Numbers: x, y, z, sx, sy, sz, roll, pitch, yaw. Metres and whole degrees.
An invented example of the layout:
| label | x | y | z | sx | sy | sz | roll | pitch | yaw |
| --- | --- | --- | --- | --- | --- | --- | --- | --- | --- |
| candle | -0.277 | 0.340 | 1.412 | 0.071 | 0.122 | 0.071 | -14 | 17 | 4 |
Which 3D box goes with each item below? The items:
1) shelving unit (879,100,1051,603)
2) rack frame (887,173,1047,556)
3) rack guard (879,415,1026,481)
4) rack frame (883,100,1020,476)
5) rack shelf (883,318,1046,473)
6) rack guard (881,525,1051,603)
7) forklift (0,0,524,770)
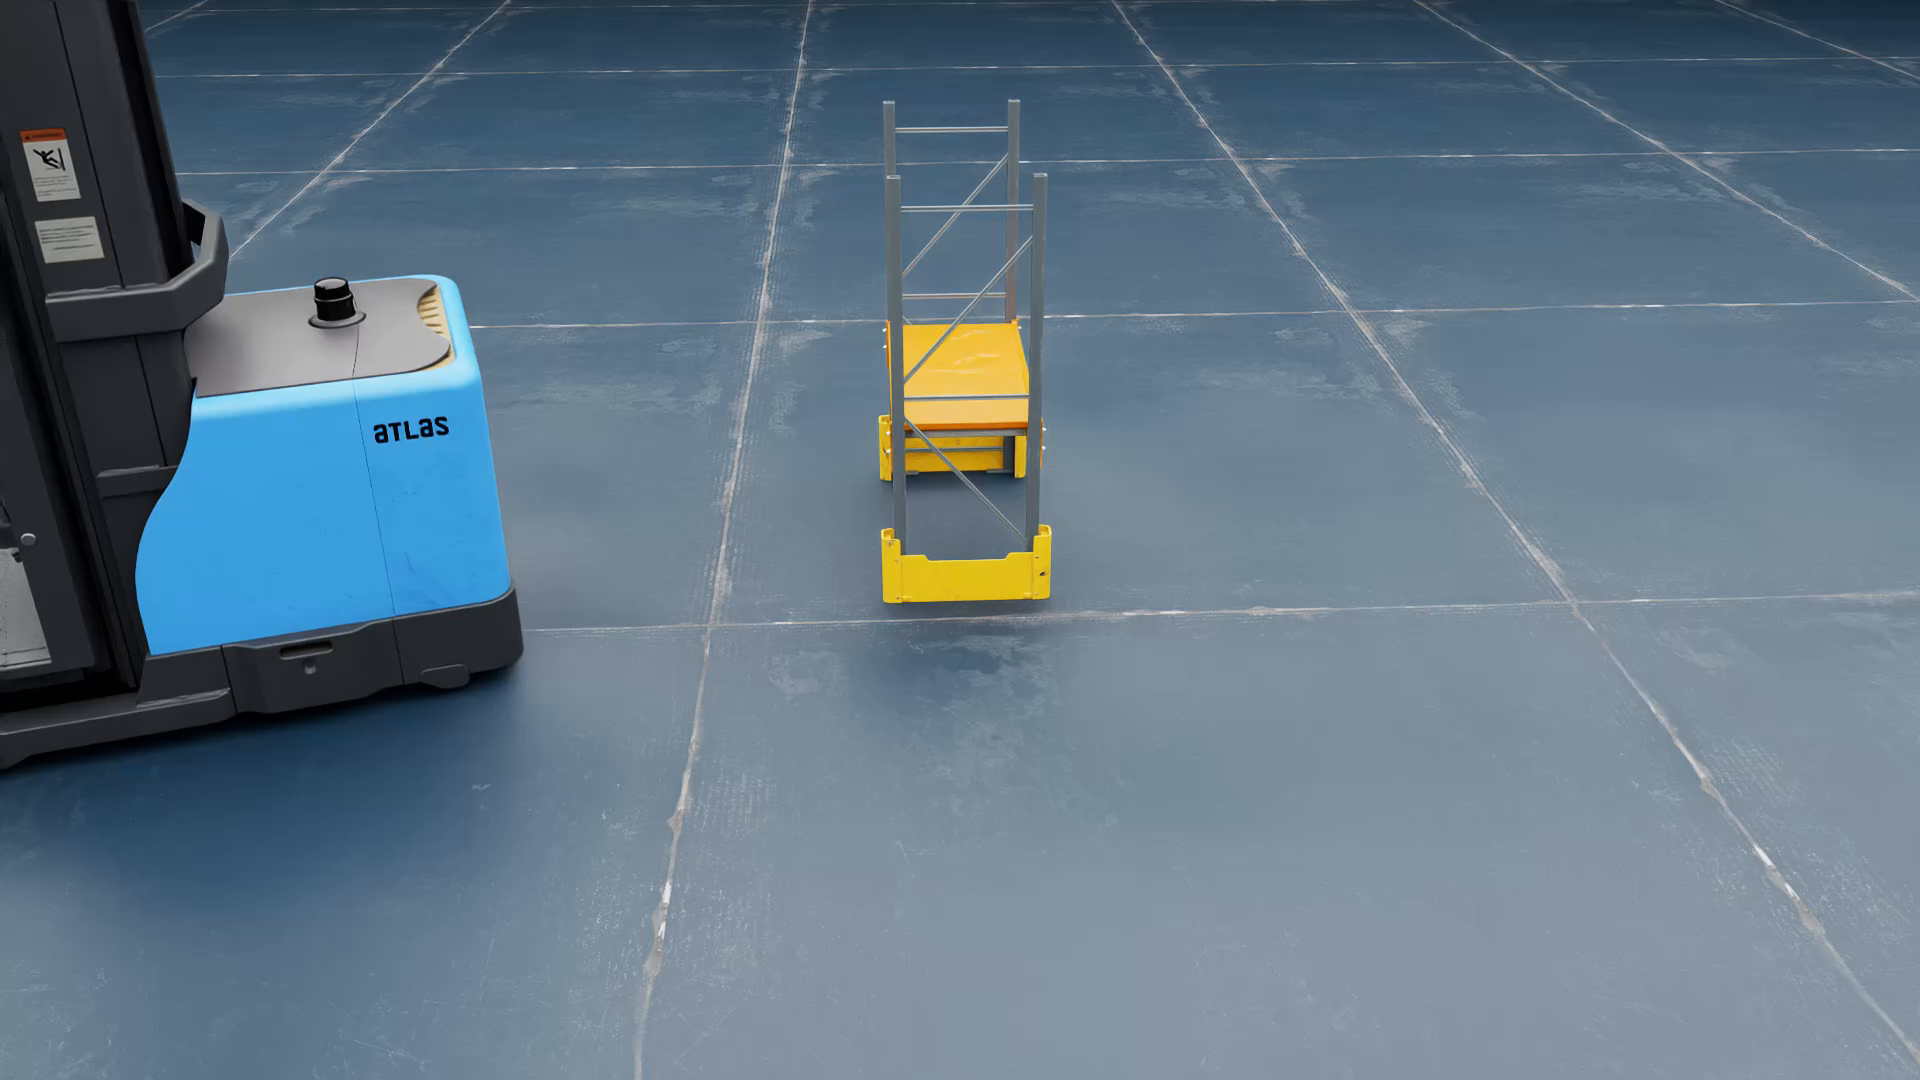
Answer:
| label | x | y | z | sx | sy | sz | roll | pitch | yaw |
| --- | --- | --- | --- | --- | --- | --- | --- | --- | --- |
| shelving unit | -0.004 | -0.700 | 5.971 | 0.587 | 1.500 | 1.083 | -1 | 28 | -3 |
| rack frame | 0.022 | -0.470 | 5.529 | 0.500 | 1.500 | 0.032 | -1 | 28 | -3 |
| rack guard | -0.030 | -0.376 | 6.701 | 0.587 | 0.250 | 0.087 | -1 | 28 | -3 |
| rack frame | -0.031 | -0.939 | 6.429 | 0.500 | 1.500 | 0.032 | -1 | 28 | -3 |
| rack shelf | -0.004 | -0.545 | 6.062 | 0.538 | 0.185 | 1.000 | -1 | 28 | -3 |
| rack guard | 0.022 | 0.084 | 5.819 | 0.587 | 0.250 | 0.087 | -1 | 28 | -3 |
| forklift | -2.991 | -0.834 | 4.680 | 3.031 | 2.935 | 1.130 | -9 | 29 | -17 |
